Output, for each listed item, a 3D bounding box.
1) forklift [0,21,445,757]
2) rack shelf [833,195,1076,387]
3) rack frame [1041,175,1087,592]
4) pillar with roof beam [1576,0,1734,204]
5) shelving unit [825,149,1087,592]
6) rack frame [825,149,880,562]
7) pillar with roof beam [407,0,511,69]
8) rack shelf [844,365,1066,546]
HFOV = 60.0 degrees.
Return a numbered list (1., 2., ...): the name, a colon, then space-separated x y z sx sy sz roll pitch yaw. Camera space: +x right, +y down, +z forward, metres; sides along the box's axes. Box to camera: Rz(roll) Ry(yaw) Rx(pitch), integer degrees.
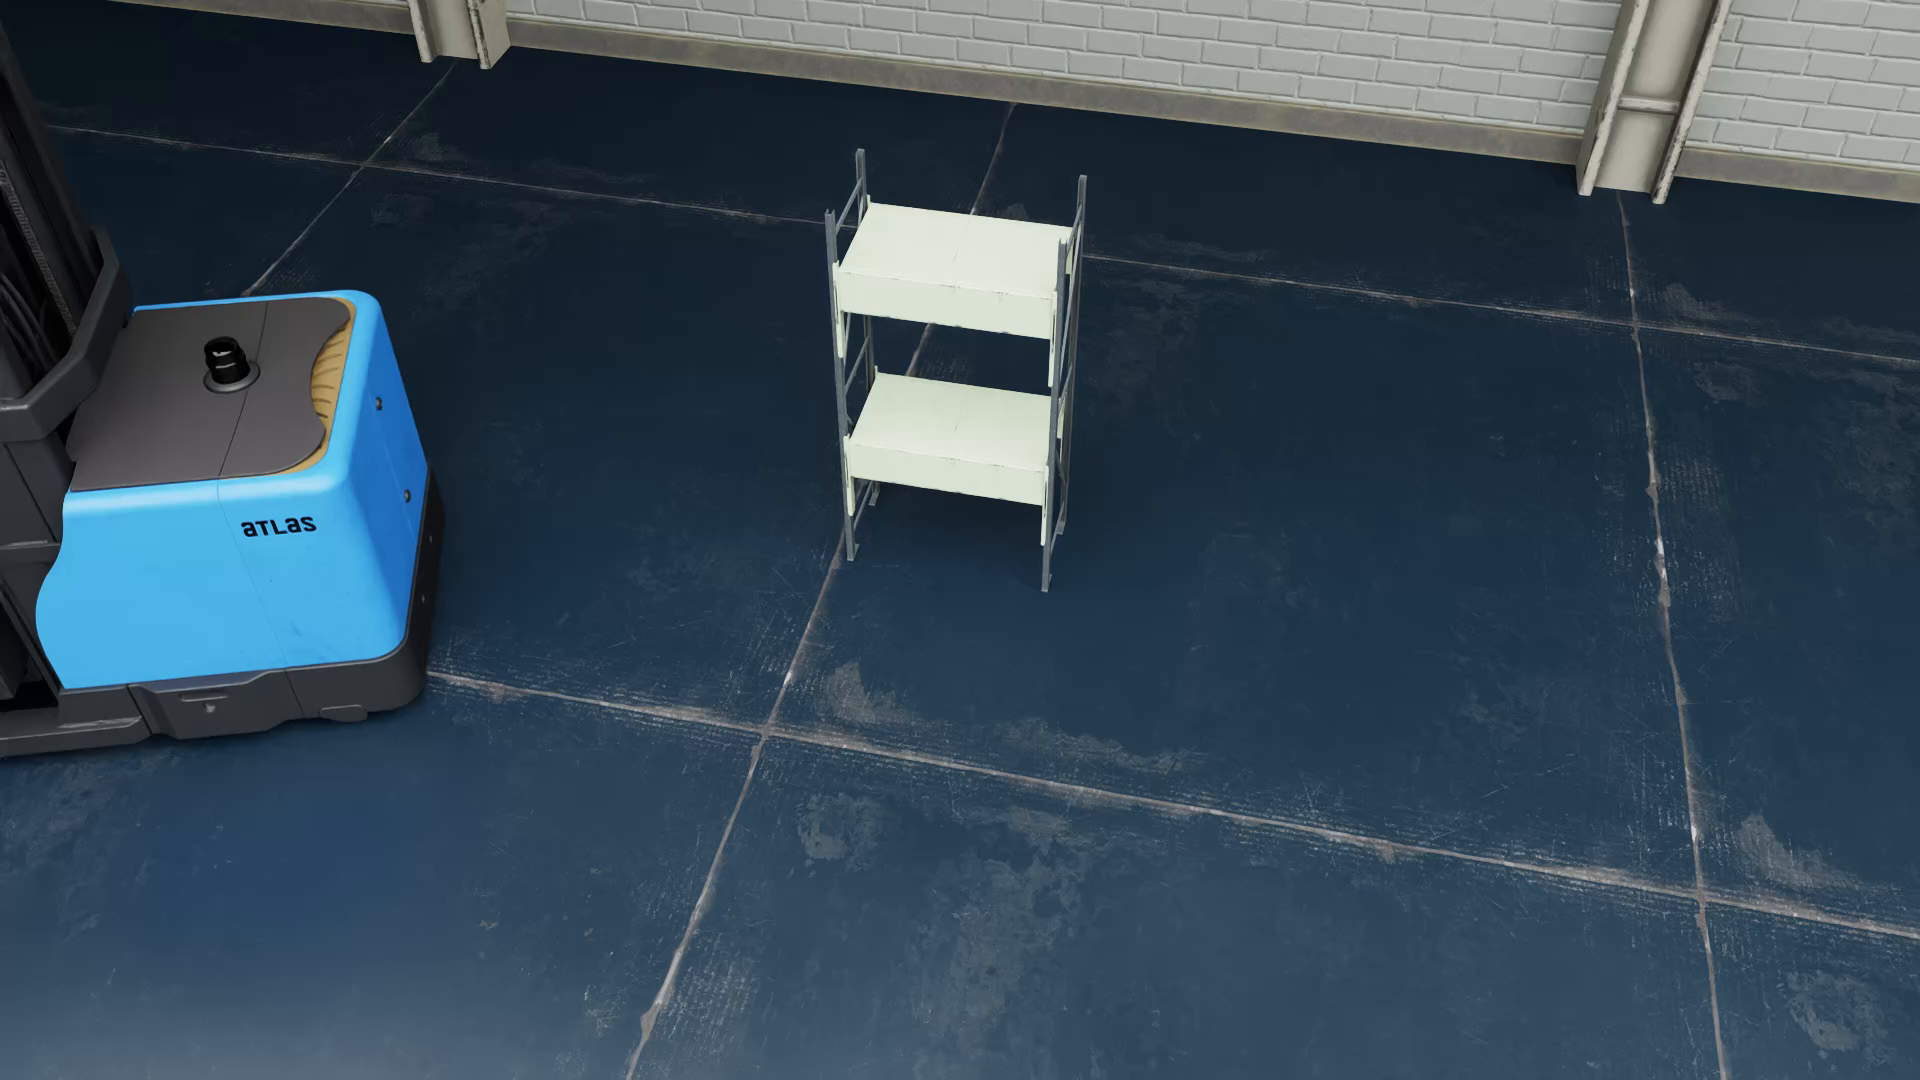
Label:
1. forklift: -3.375 -0.664 4.826 3.031 2.935 1.130 -5 44 -6
2. rack shelf: -0.007 -0.823 5.460 0.720 0.370 0.431 9 45 9
3. rack frame: 0.351 -0.486 5.673 0.023 1.500 0.400 9 45 9
4. pillar with roof beam: 2.251 -2.060 1.901 0.400 9.000 9.100 9 45 9
5. shelving unit: -0.007 -0.541 5.731 0.755 1.500 0.431 9 45 9
6. rack frame: -0.364 -0.597 5.789 0.023 1.500 0.400 9 45 9
7. pillar with roof beam: -3.604 -2.969 2.845 0.400 9.000 9.100 9 45 9
8. rack shelf: -0.007 -0.306 5.957 0.720 0.370 0.431 9 45 9
